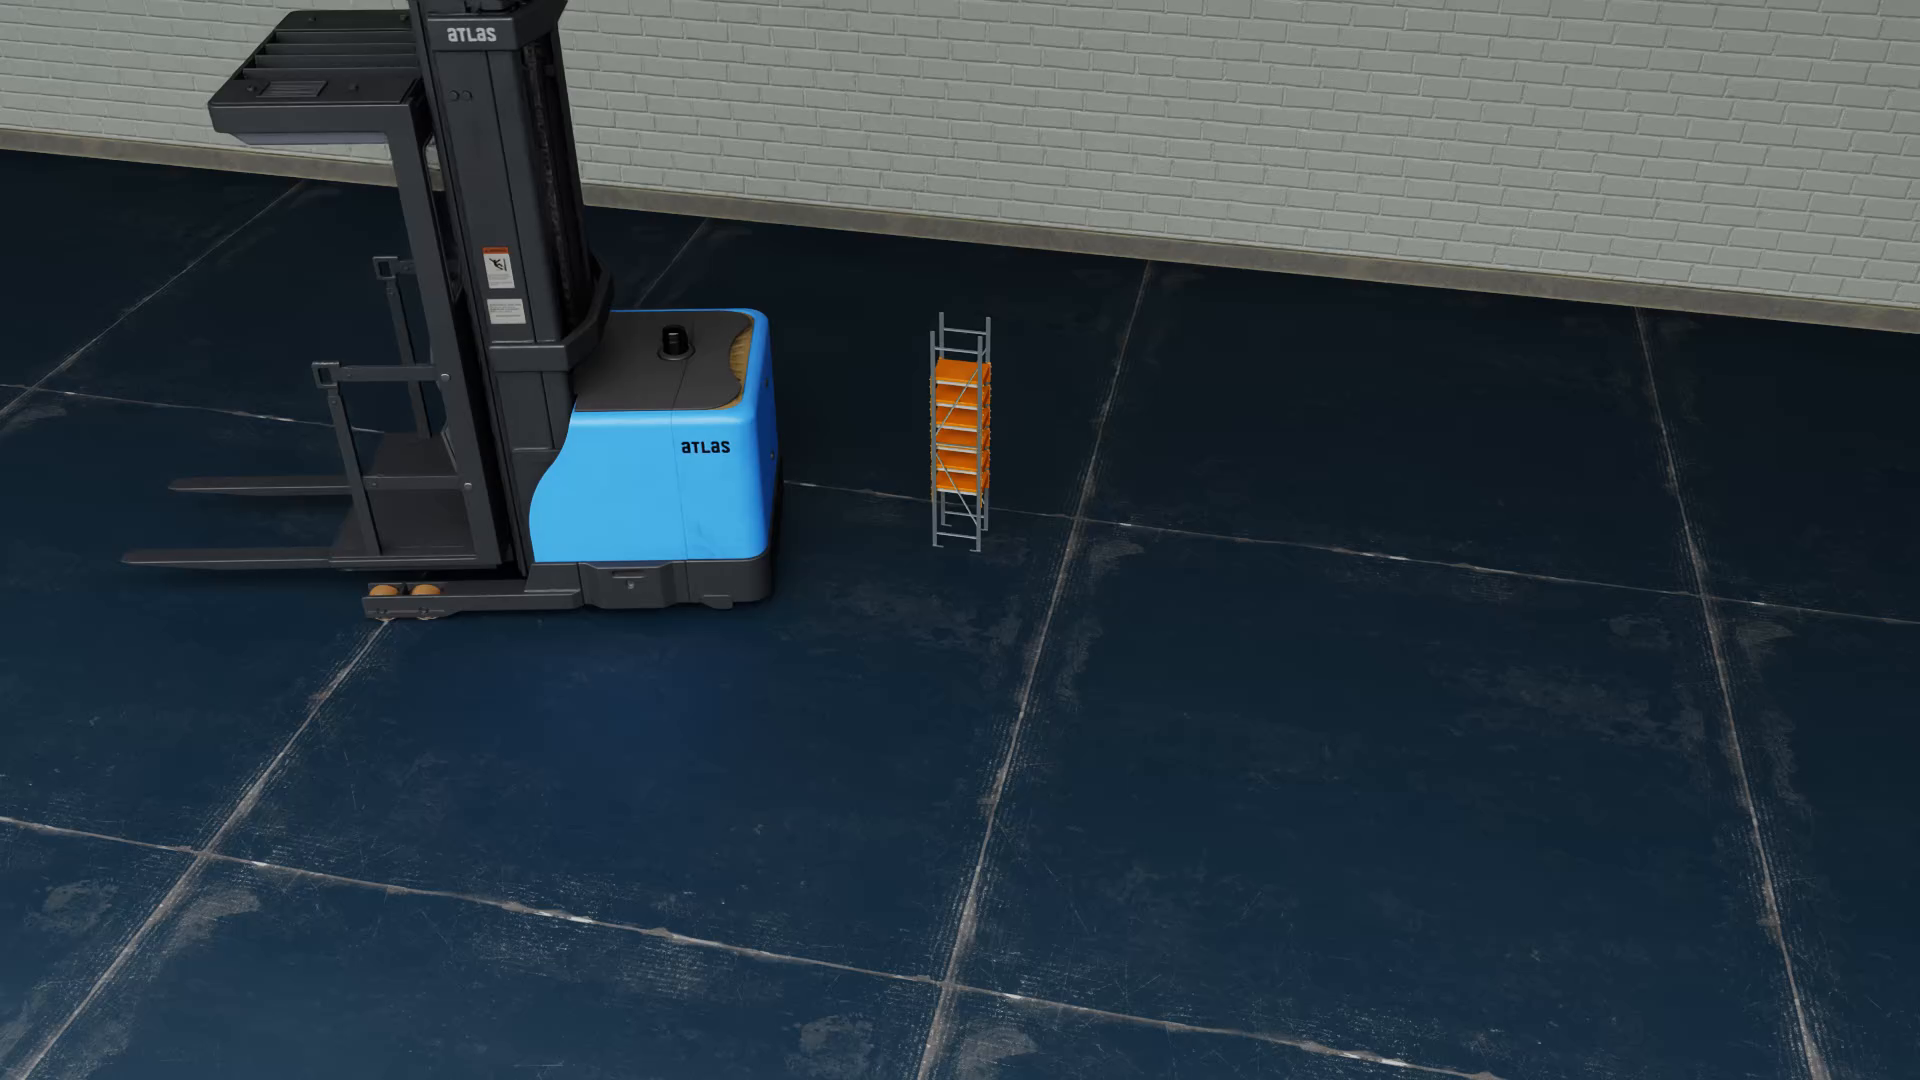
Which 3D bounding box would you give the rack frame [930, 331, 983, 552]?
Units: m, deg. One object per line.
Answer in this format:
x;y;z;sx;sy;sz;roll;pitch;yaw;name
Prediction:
-0.016;-0.442;7.837;0.240;1.200;0.006;7;37;10;rack frame

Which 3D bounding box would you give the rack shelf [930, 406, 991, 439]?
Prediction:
0.003;-0.555;7.865;0.258;0.103;0.180;7;37;10;rack shelf

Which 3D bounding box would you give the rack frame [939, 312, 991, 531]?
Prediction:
0.023;-0.547;7.982;0.240;1.200;0.006;7;37;10;rack frame

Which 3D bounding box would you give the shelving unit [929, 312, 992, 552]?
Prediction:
0.003;-0.494;7.909;0.258;1.200;0.189;7;37;10;shelving unit

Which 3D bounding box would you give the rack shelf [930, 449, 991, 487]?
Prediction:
0.003;-0.361;8.006;0.258;0.103;0.180;7;37;10;rack shelf

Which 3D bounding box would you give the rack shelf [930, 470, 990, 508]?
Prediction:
0.003;-0.264;8.076;0.258;0.103;0.180;7;37;10;rack shelf

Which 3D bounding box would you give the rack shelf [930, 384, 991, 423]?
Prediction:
0.003;-0.652;7.795;0.258;0.103;0.180;7;37;10;rack shelf

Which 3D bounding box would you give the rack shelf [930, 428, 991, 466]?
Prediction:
0.003;-0.458;7.935;0.258;0.103;0.180;7;37;10;rack shelf

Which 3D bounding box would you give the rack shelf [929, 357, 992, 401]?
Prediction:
0.003;-0.750;7.724;0.258;0.103;0.180;7;37;10;rack shelf

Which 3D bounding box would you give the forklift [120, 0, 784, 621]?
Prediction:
-2.403;-1.127;7.307;3.031;2.935;1.130;-1;36;-1;forklift
